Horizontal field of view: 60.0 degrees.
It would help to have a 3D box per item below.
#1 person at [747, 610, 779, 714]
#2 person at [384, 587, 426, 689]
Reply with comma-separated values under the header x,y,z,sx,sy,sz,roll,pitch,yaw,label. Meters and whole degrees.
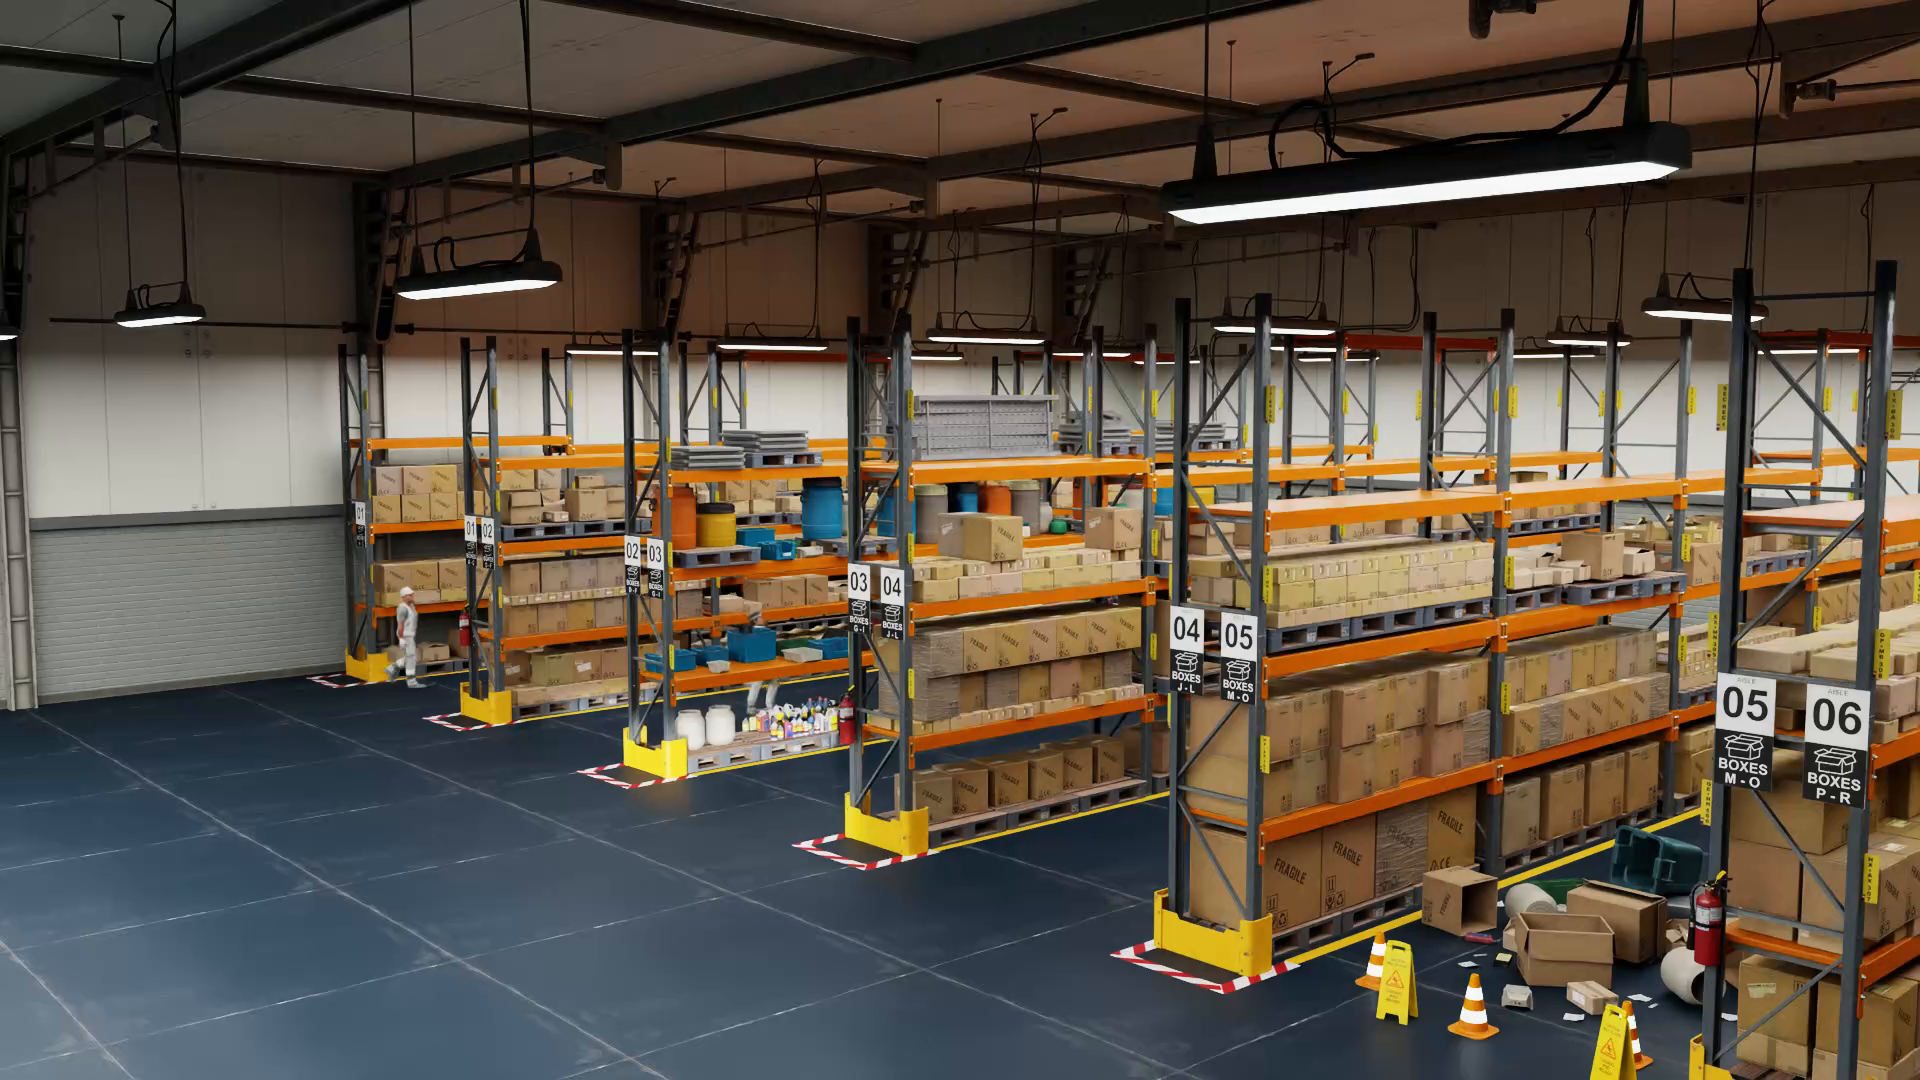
x,y,z,sx,sy,sz,roll,pitch,yaw,label
-3.121,1.971,26.365,0.541,1.751,0.465,-2,5,-18,person
-9.667,1.691,28.897,0.726,1.779,0.579,-1,5,-8,person
